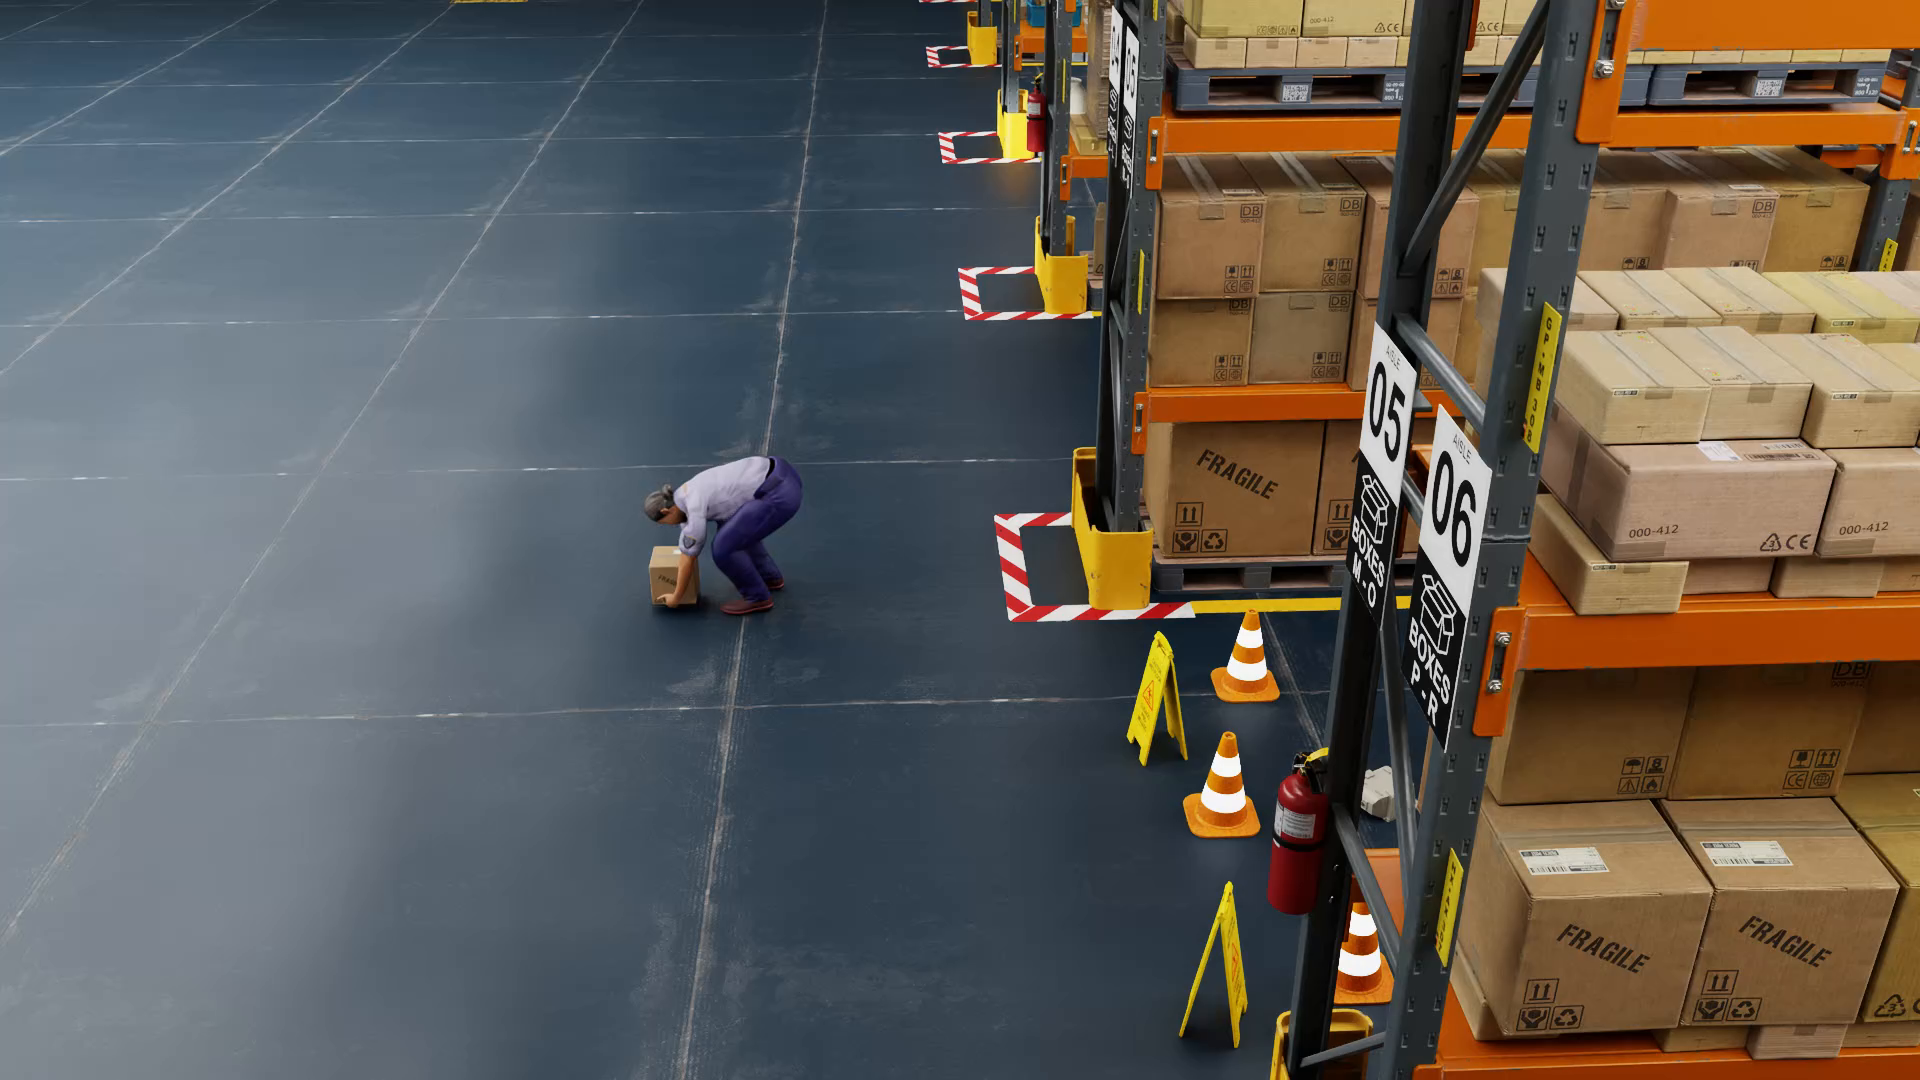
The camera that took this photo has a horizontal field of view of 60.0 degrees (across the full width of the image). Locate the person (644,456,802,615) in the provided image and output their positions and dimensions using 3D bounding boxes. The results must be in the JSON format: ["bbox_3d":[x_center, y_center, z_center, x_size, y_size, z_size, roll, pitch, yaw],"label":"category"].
[{"bbox_3d":[-1.341,-0.034,9.527,0.898,0.881,0.502,-3,28,-5],"label":"person"}]
